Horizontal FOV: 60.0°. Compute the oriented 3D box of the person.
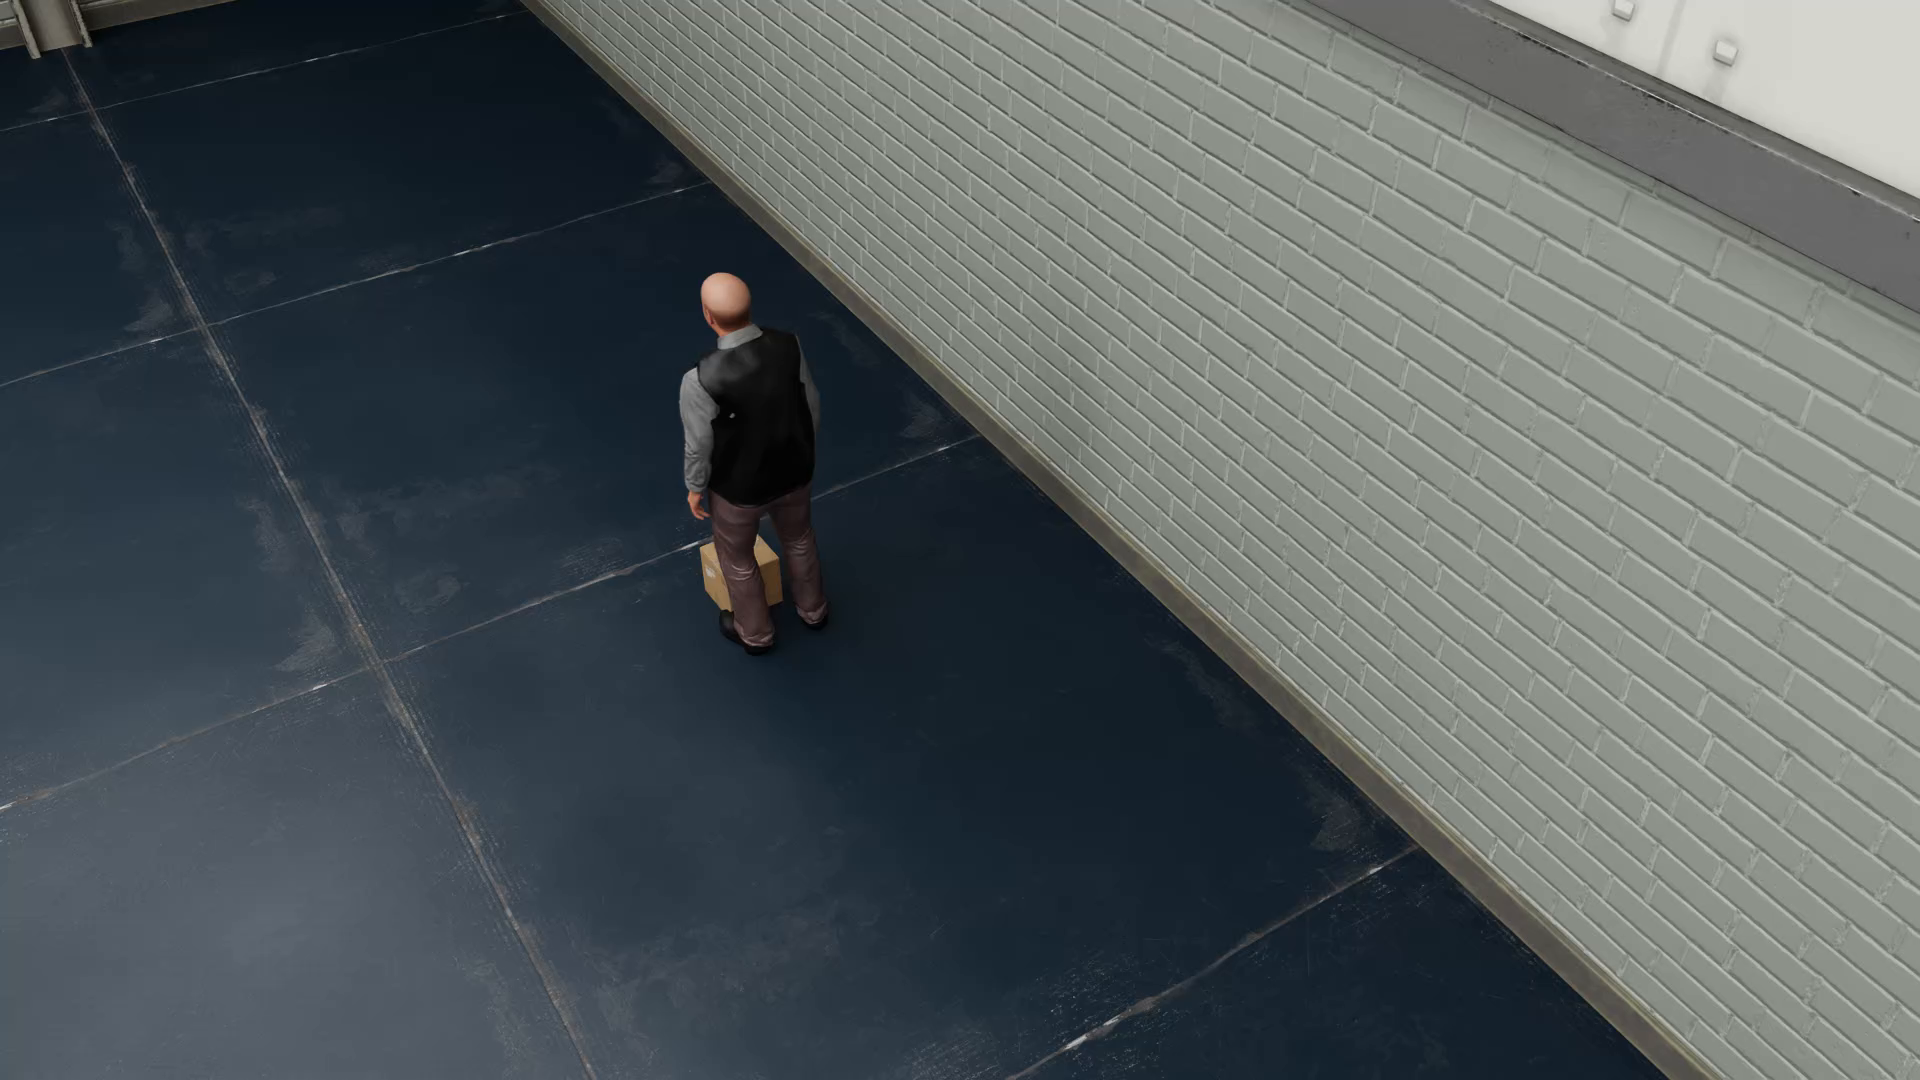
[{"bbox_3d":[-0.788,-0.258,6.477,0.594,1.721,0.418,-25,46,-26],"label":"person"}]
